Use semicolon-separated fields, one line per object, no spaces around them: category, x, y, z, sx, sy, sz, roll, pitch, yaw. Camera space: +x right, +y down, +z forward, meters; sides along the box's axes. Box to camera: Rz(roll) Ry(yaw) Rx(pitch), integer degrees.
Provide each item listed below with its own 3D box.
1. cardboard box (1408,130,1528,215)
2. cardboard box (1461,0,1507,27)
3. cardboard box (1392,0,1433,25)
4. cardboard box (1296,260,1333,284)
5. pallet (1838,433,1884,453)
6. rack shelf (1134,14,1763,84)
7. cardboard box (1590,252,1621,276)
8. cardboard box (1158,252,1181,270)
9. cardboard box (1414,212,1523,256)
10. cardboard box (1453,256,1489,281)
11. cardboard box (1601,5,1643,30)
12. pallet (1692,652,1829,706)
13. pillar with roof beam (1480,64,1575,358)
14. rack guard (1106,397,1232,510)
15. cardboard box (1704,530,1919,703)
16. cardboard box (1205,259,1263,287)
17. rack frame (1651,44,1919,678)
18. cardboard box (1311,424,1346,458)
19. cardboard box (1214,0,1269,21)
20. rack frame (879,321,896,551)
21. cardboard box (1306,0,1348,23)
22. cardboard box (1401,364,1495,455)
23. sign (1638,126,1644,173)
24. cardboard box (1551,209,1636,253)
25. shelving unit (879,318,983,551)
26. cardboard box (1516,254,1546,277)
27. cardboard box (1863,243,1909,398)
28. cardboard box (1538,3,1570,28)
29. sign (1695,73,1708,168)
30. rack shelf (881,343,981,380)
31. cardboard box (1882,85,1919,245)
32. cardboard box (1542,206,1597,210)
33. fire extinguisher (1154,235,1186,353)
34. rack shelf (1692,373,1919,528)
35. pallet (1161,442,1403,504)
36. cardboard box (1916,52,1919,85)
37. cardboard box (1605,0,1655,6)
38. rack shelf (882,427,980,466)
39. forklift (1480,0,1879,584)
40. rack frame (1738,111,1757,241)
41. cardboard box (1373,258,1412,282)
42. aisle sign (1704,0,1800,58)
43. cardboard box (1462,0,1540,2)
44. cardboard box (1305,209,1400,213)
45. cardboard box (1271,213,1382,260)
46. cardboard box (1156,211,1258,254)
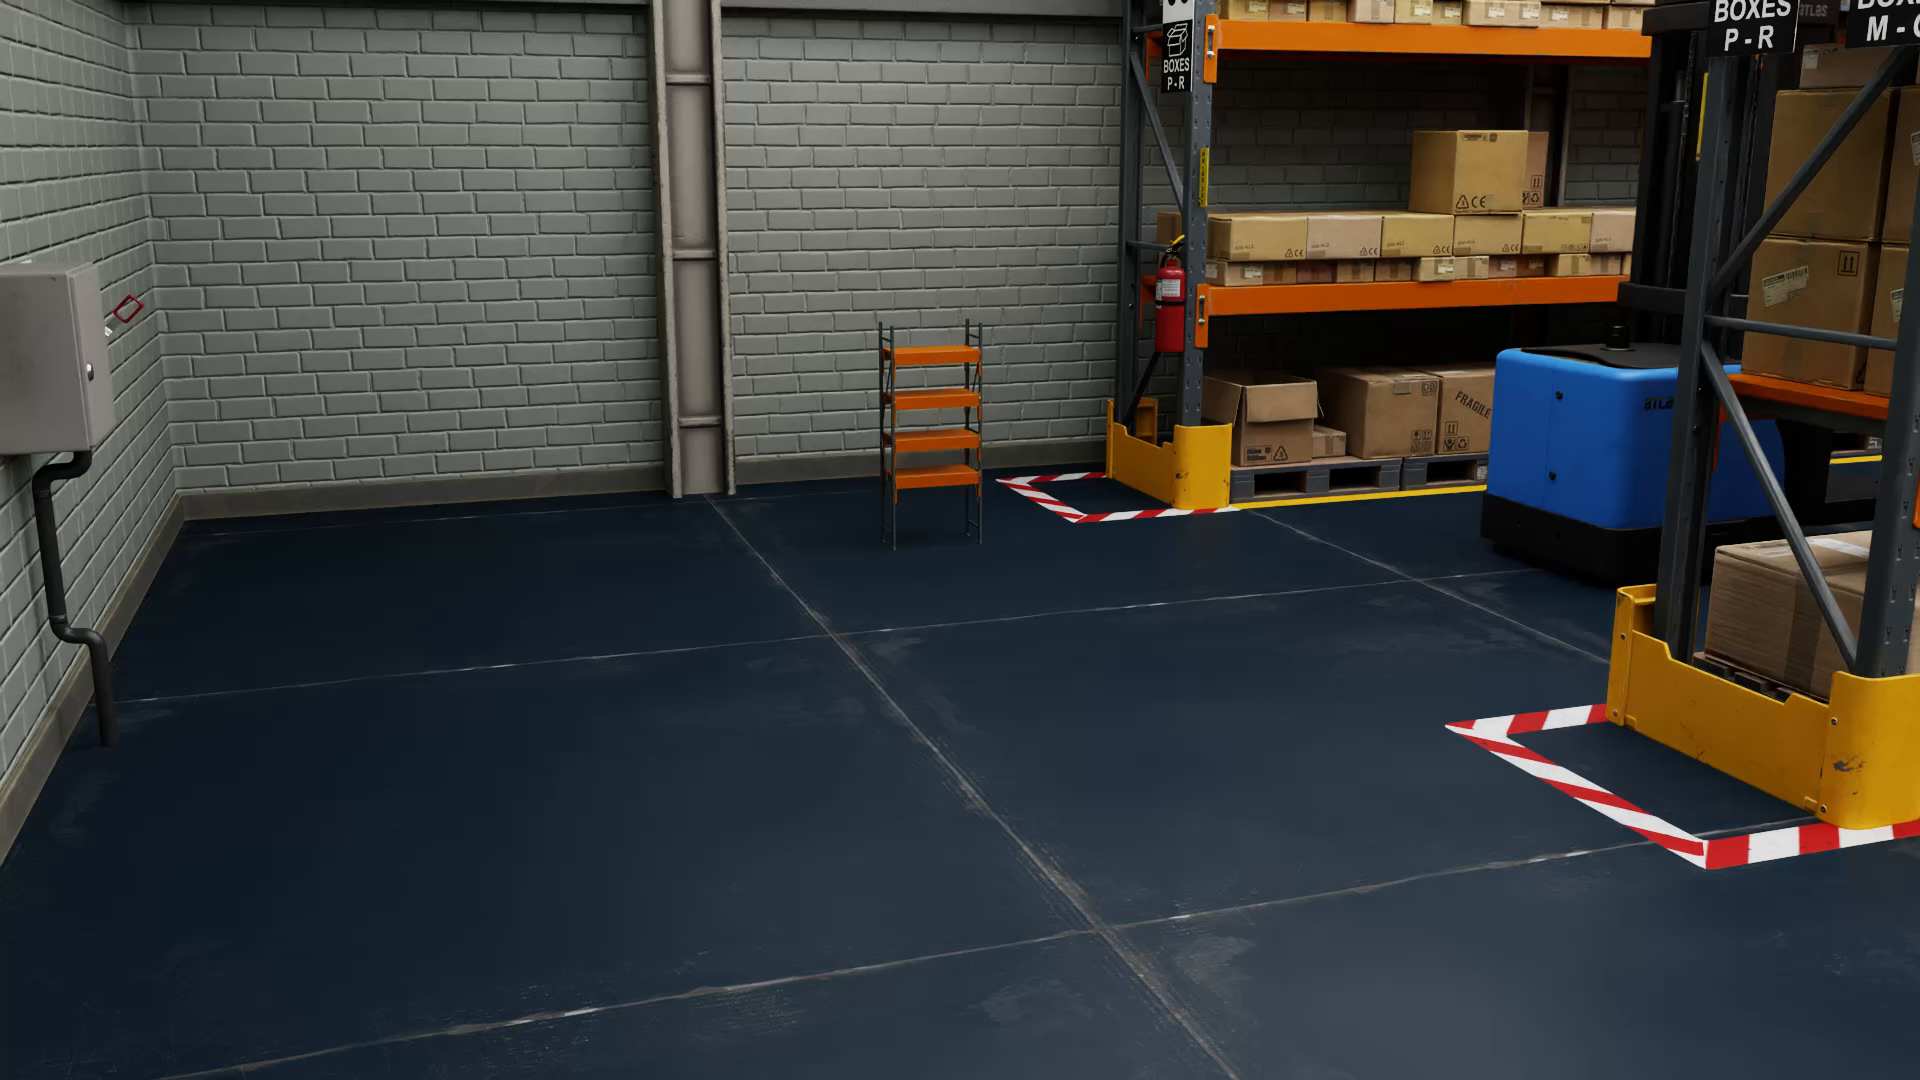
cardboard box;3.153;-2.288;10.339;0.500;0.500;0.500;-4;14;-17
cardboard box;3.075;-3.167;10.038;0.250;0.149;0.380;-4;14;-18
cardboard box;2.595;-3.133;9.891;0.250;0.149;0.380;-4;14;-18
cardboard box;2.078;-1.664;10.198;0.250;0.149;0.380;-5;14;-19
pallet;6.923;-0.864;12.318;1.213;0.211;1.003;-4;14;-18
rack shelf;3.111;-3.023;10.442;4.000;0.370;1.077;-4;14;-18
cardboard box;4.049;-1.798;10.763;0.250;0.149;0.380;-4;14;-17
cardboard box;1.443;-1.727;10.464;0.250;0.149;0.380;-5;14;-19
cardboard box;3.166;-1.930;10.455;0.500;0.250;0.500;-5;14;-20
cardboard box;3.094;-1.716;10.417;0.250;0.149;0.380;-4;14;-17
cardboard box;4.035;-3.254;10.404;0.250;0.149;0.380;-5;14;-18
pallet;3.535;0.603;6.152;1.213;0.211;1.003;-4;14;-18
pillar with roof beam;5.432;-4.182;7.277;0.400;9.000;9.100;-4;14;-18
rack guard;1.287;-0.555;10.398;0.348;0.500;1.175;-4;14;-18
cardboard box;3.395;0.294;6.054;0.875;0.438;0.875;-5;14;-20
cardboard box;1.614;-1.608;9.963;0.250;0.149;0.380;-5;14;-18
rack frame;2.802;-0.678;5.509;0.127;3.000;1.000;-4;14;-18
cardboard box;2.240;-0.630;10.565;0.250;0.149;0.380;-5;14;-20
cardboard box;1.591;-3.076;9.651;0.250;0.149;0.380;-4;14;-17
rack frame;-0.388;-0.553;8.877;0.015;1.200;0.240;-4;14;-18
cardboard box;2.080;-3.116;9.821;0.250;0.149;0.380;-4;14;-18
cardboard box;3.180;-0.850;10.729;0.500;0.500;0.500;-4;14;-17
sign;4.826;-2.746;11.703;0.005;0.325;0.100;-4;14;-18
cardboard box;4.131;-2.002;10.757;0.500;0.250;0.500;-4;14;-18
shelving unit;-0.157;-0.571;8.953;0.503;1.200;0.258;-4;14;-18
cardboard box;3.535;-1.779;10.681;0.250;0.149;0.380;-4;14;-17
cardboard box;3.348;-0.699;5.382;0.500;0.500;0.500;-5;14;-19
cardboard box;3.535;-3.221;10.264;0.250;0.149;0.380;-4;14;-17
sign;2.642;-1.476;5.853;0.005;0.325;0.100;-4;14;-18
rack shelf;-0.157;-0.954;8.862;0.480;0.148;0.258;-4;14;-18
cardboard box;3.347;-1.186;5.268;0.500;0.500;0.500;-5;14;-19
cardboard box;3.977;-2.117;11.242;0.500;0.250;0.500;-5;14;-19
fire extinguisher;1.223;-1.435;9.665;0.183;0.674;0.296;-4;14;-18
rack shelf;4.697;-0.475;6.213;4.000;0.370;1.077;-4;14;-18
pallet;2.042;-0.474;10.679;1.213;0.211;1.003;-4;14;-18
cardboard box;3.226;-1.494;5.162;0.250;0.149;0.380;-4;14;-17
cardboard box;4.139;-3.461;10.410;0.500;0.250;0.500;-5;14;-20
rack shelf;-0.157;-0.506;8.968;0.480;0.148;0.258;-4;14;-18
forklift;4.364;-1.401;8.700;3.031;2.935;1.130;-5;14;-20
rack frame;5.006;-2.061;11.326;0.127;3.000;1.000;-4;14;-18
cardboard box;2.587;-1.690;10.308;0.250;0.149;0.380;-4;14;-17
aisle sign;2.635;-2.005;5.472;0.004;0.787;0.394;-4;14;-18
cardboard box;3.170;-3.390;10.112;0.500;0.250;0.500;-5;14;-19
cardboard box;2.526;-2.003;10.763;0.500;0.250;0.500;-4;14;-16
cardboard box;2.209;-1.849;10.117;0.500;0.250;0.500;-4;14;-17
cardboard box;1.566;-1.930;10.455;0.500;0.250;0.500;-4;14;-16
